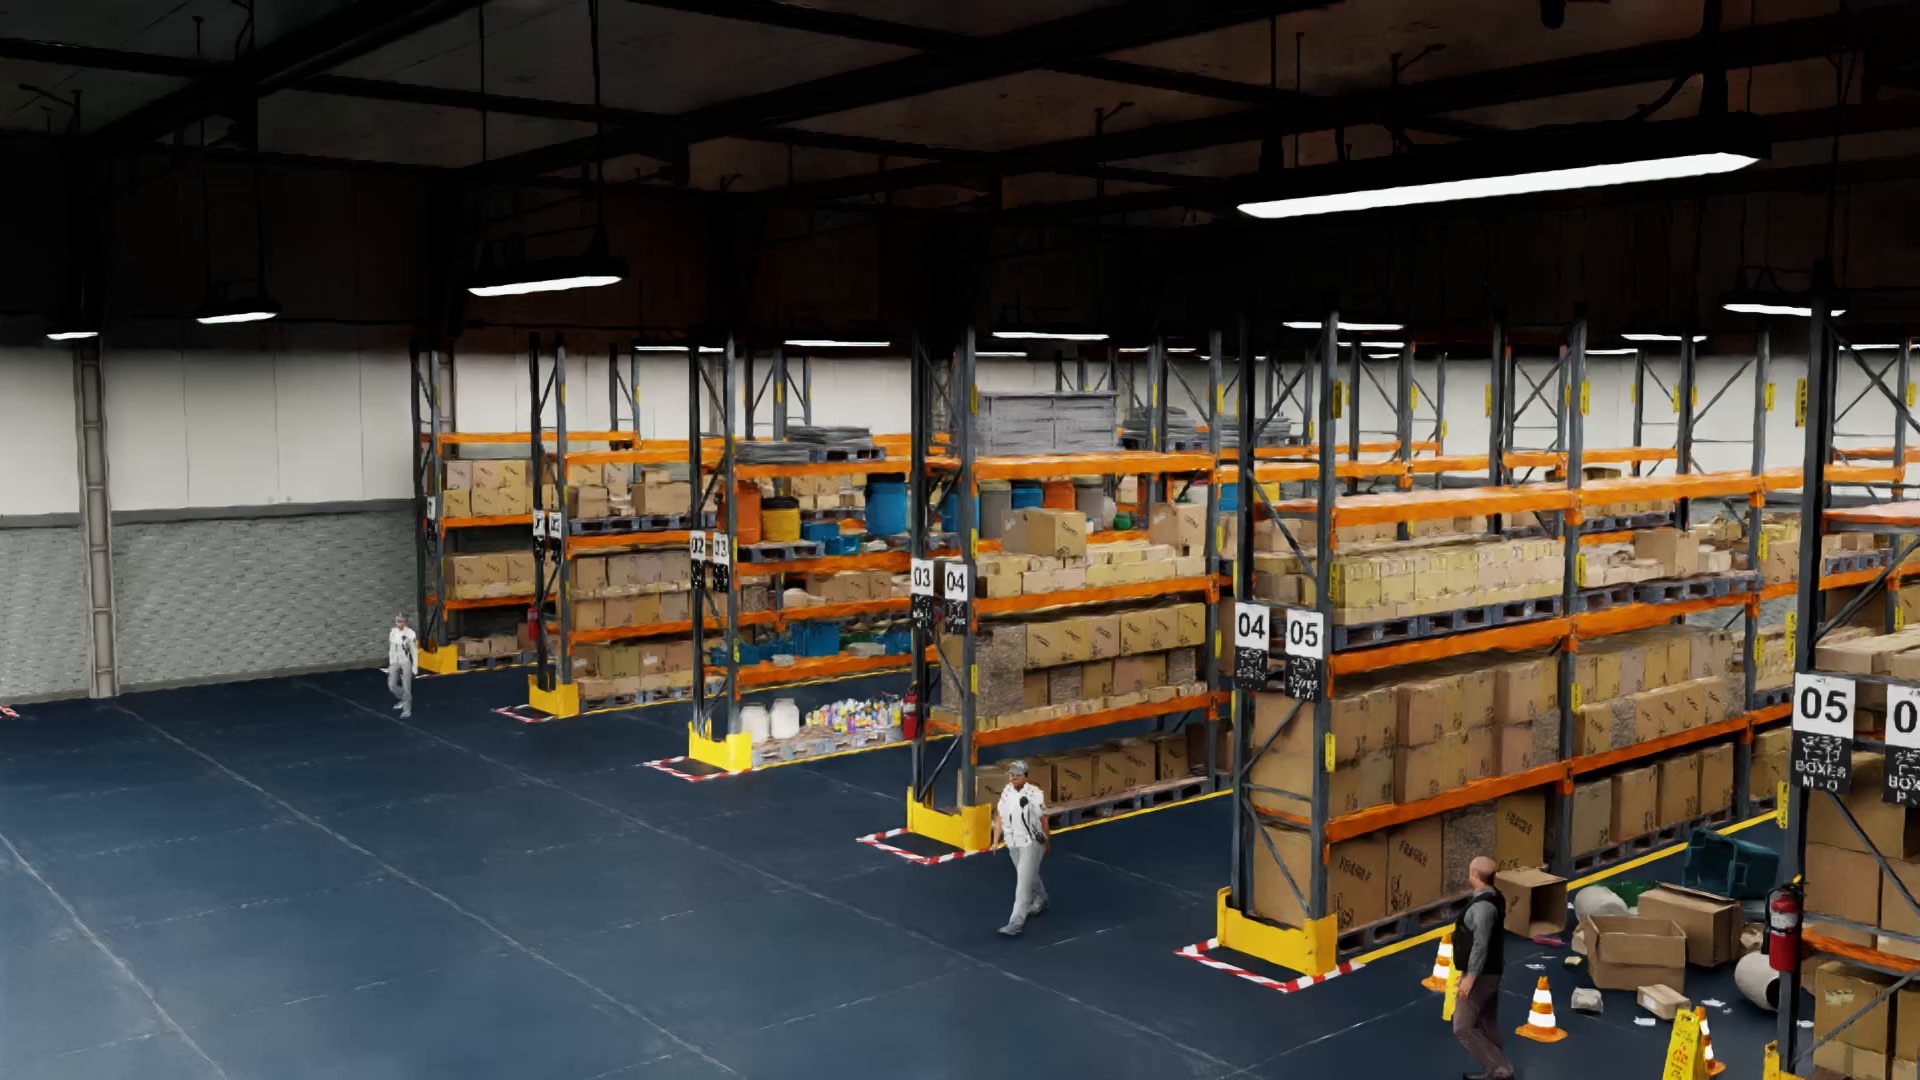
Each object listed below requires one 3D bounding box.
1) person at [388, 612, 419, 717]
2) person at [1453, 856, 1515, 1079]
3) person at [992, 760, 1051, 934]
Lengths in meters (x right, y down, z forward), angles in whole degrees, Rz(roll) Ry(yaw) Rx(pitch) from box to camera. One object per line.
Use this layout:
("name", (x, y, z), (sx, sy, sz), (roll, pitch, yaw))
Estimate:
("person", (-8.702, 1.931, 26.040), (0.538, 1.666, 0.494), (1, 5, 14))
("person", (3.845, 3.179, 12.141), (0.471, 1.712, 0.690), (2, 6, 23))
("person", (0.591, 2.886, 15.915), (0.491, 1.598, 1.000), (5, 7, 42))
